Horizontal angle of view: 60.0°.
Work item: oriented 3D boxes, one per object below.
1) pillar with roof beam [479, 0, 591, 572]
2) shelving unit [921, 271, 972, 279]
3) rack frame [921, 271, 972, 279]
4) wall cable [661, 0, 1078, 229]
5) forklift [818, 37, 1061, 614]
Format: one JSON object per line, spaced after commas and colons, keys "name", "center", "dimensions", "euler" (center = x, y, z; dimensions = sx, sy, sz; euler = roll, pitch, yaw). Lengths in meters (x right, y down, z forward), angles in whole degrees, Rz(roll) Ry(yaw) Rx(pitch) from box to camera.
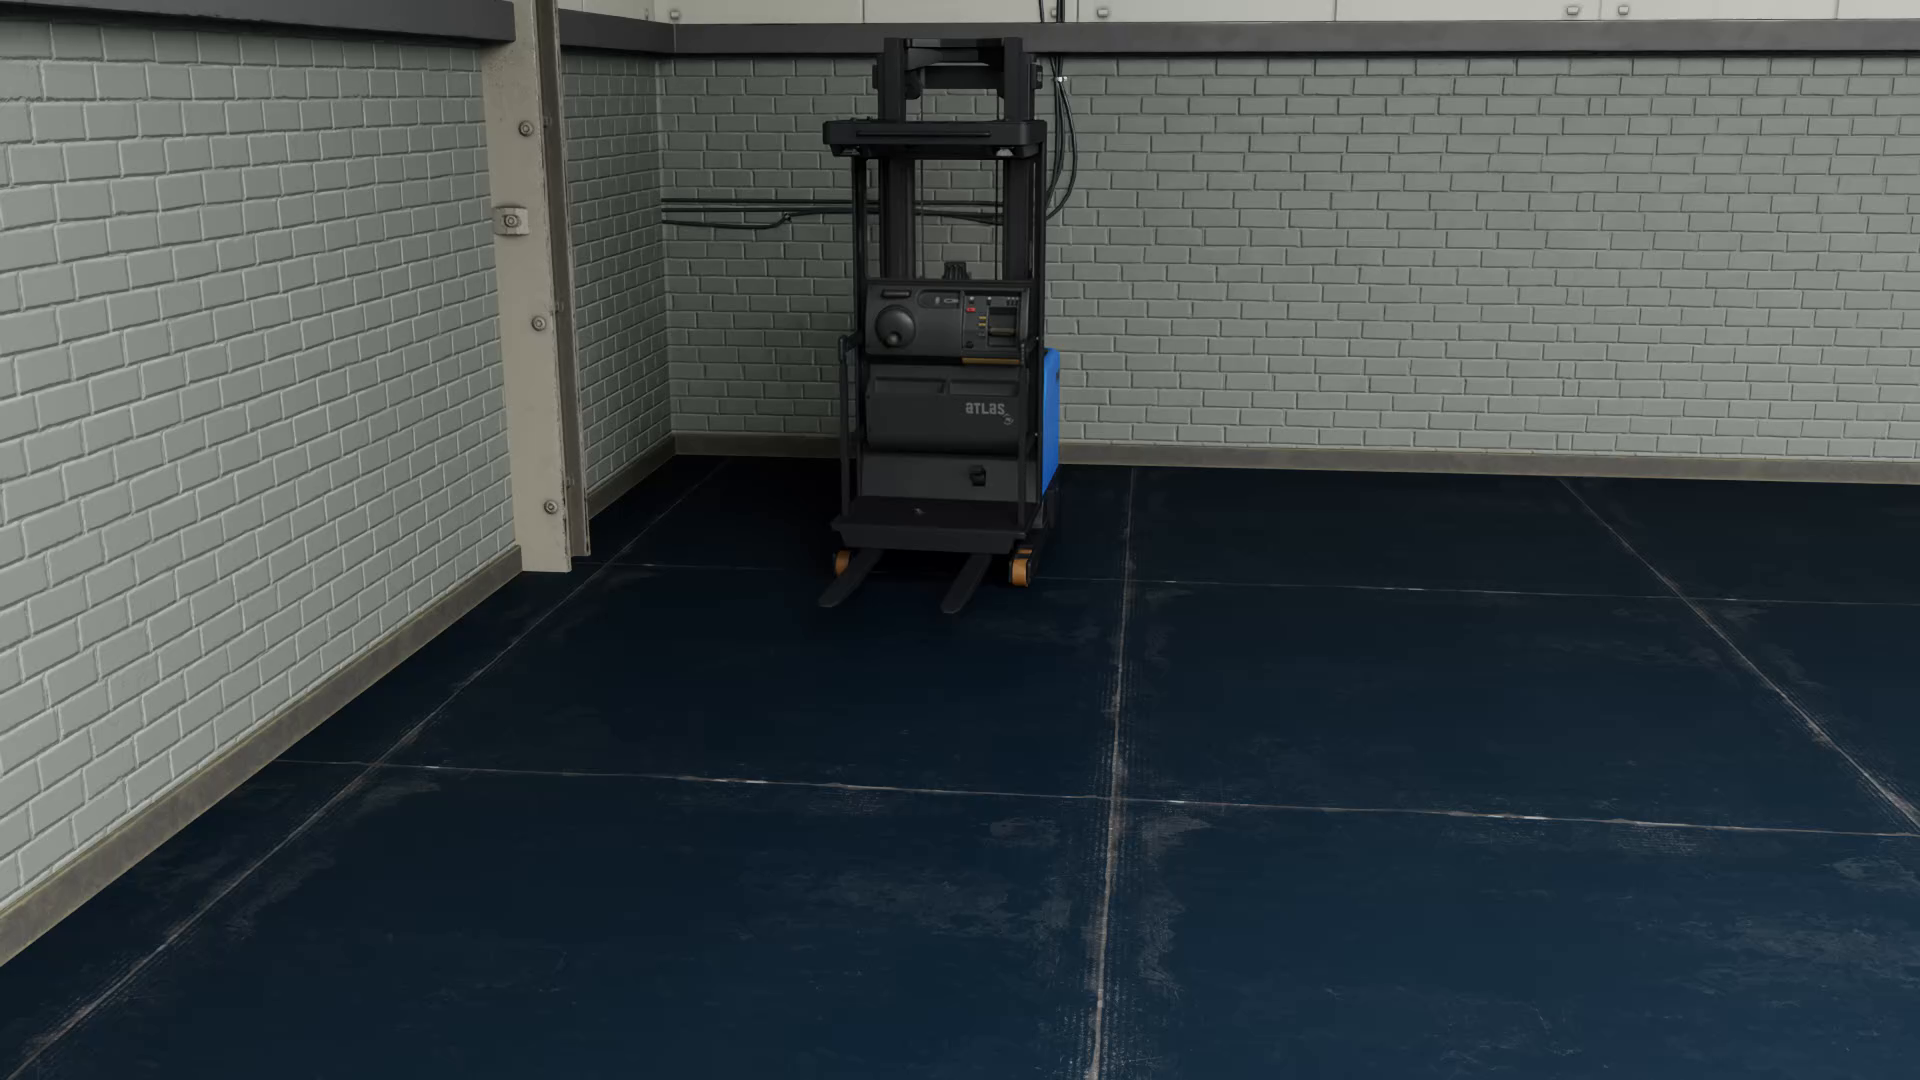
{"name": "pillar with roof beam", "center": [1.914, -4.089, 8.046], "dimensions": [9.100, 9.000, 0.400], "euler": [2, 15, 6]}
{"name": "shelving unit", "center": [-0.302, -1.096, 11.341], "dimensions": [0.431, 1.500, 0.755], "euler": [-11, 18, -35]}
{"name": "rack frame", "center": [-0.087, -1.019, 11.055], "dimensions": [0.400, 1.500, 0.023], "euler": [-11, 18, -35]}
{"name": "wall cable", "center": [-0.717, -3.442, 11.601], "dimensions": [3.097, 2.526, 0.112], "euler": [2, 15, 6]}
{"name": "forklift", "center": [-0.106, -1.253, 9.181], "dimensions": [1.130, 2.935, 3.031], "euler": [3, 15, 9]}
